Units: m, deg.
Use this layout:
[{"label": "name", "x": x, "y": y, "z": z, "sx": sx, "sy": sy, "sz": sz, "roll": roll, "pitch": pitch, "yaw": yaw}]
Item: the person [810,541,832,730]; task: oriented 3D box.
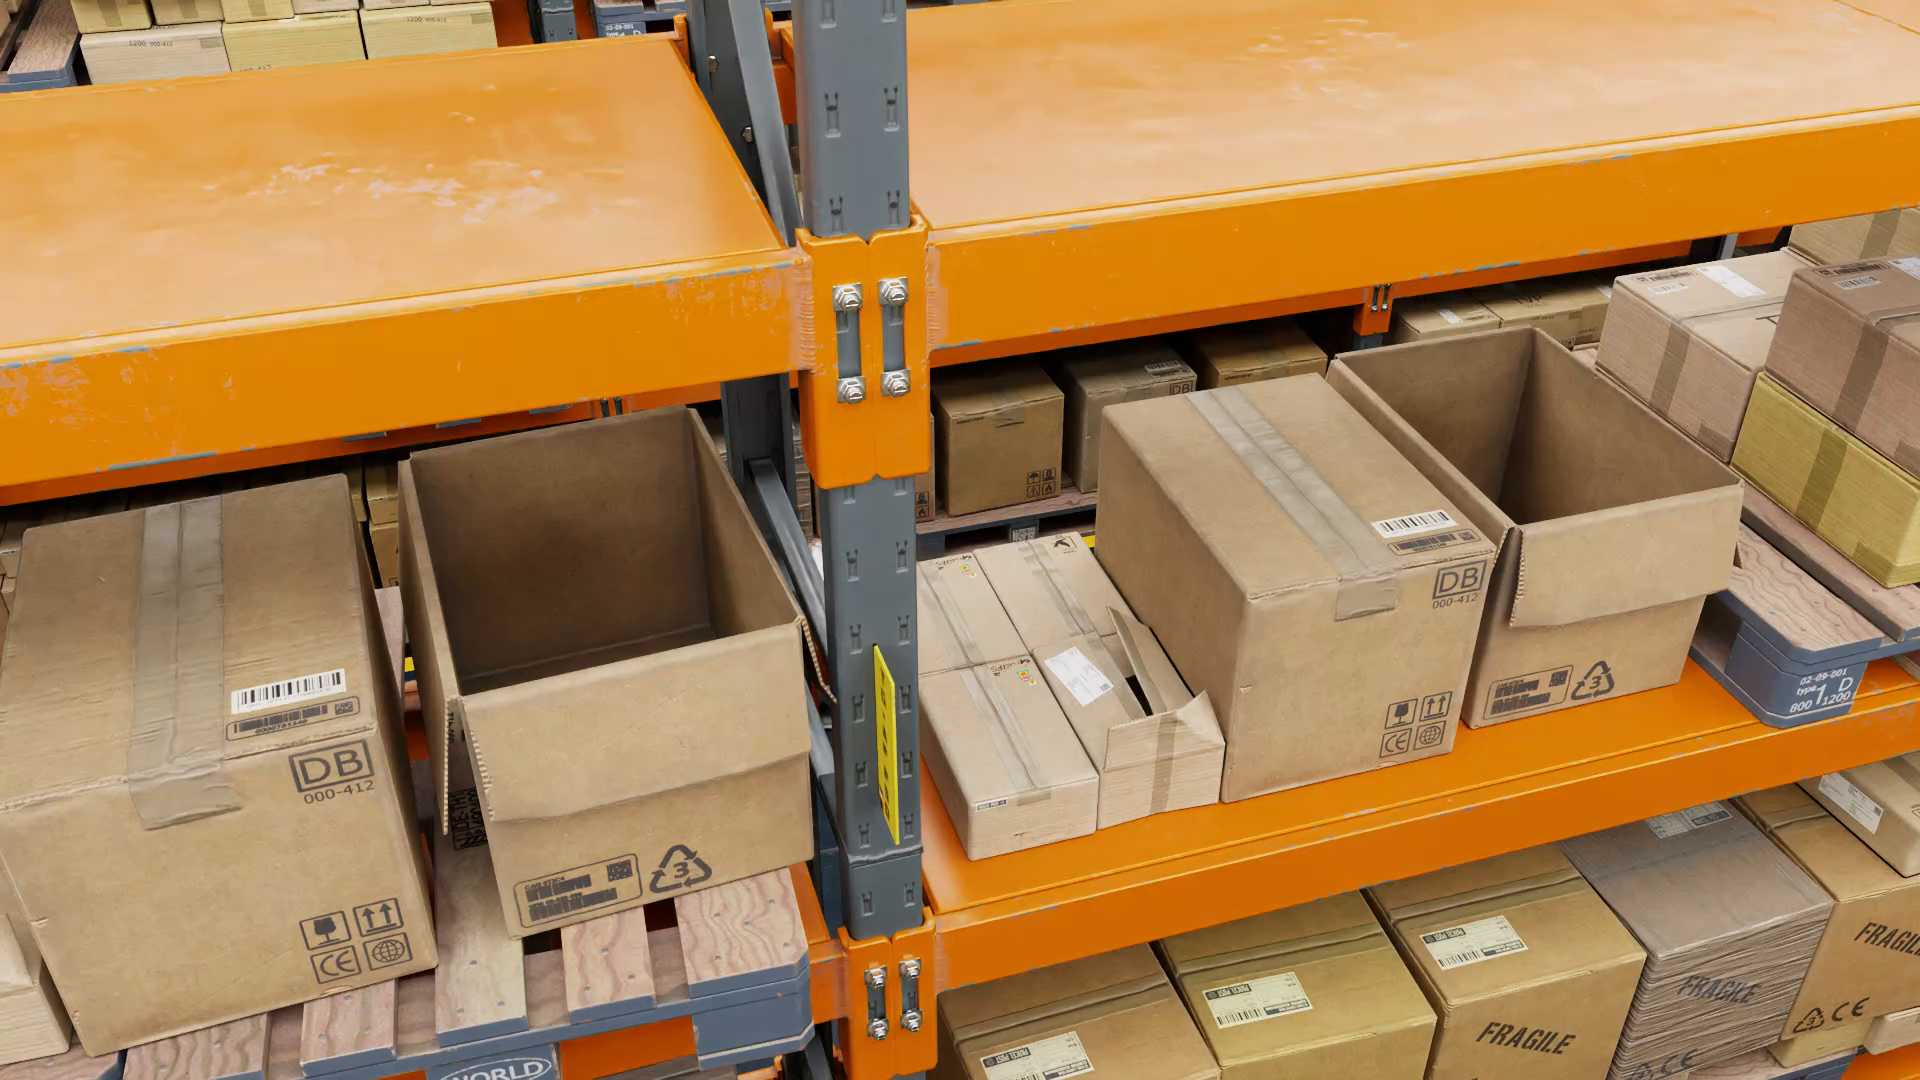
[{"label": "person", "x": -0.738, "y": 0.449, "z": 7.539, "sx": 0.942, "sy": 0.834, "sz": 0.521, "roll": -11, "pitch": 36, "yaw": -16}]
